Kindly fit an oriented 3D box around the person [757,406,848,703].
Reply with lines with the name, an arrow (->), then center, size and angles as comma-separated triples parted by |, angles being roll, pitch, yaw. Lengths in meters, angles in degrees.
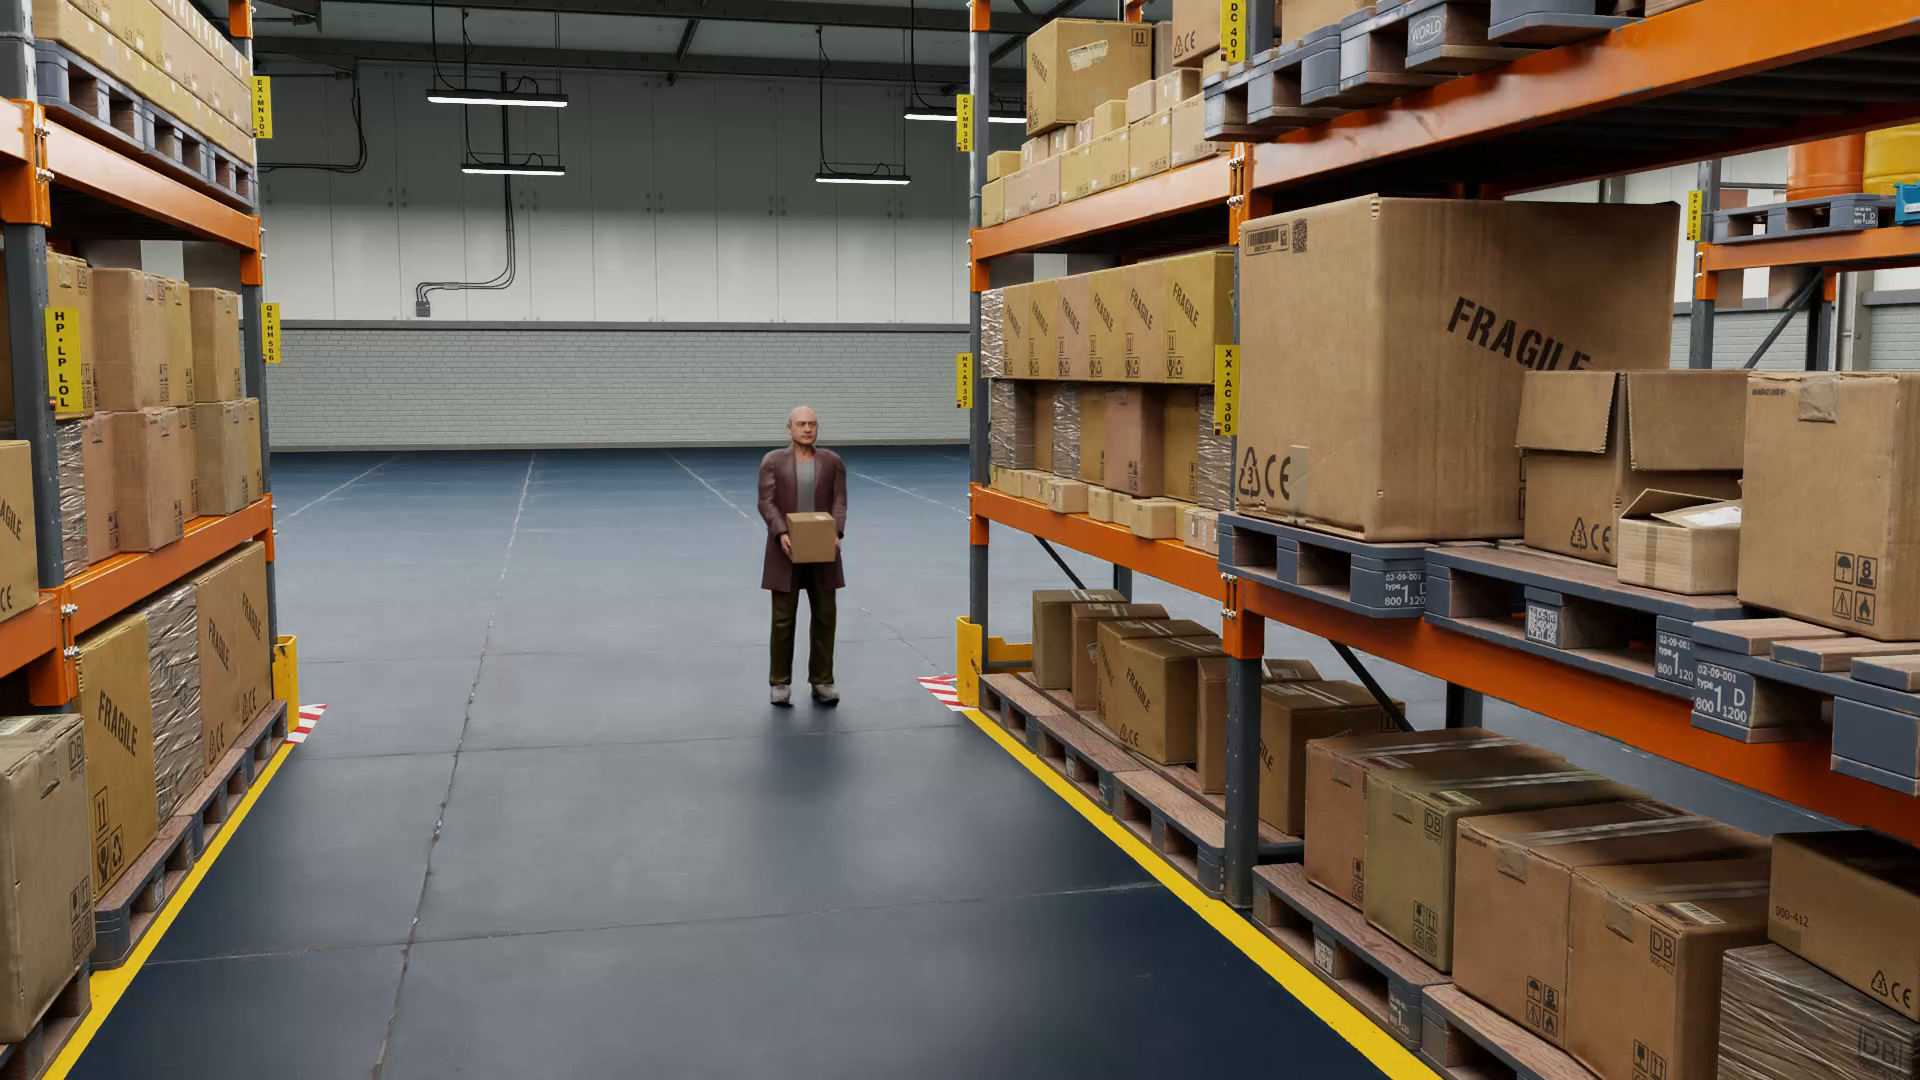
person -> -0.925, 0.091, 9.981 | 0.554, 1.781, 0.527 | -2, 6, -15
